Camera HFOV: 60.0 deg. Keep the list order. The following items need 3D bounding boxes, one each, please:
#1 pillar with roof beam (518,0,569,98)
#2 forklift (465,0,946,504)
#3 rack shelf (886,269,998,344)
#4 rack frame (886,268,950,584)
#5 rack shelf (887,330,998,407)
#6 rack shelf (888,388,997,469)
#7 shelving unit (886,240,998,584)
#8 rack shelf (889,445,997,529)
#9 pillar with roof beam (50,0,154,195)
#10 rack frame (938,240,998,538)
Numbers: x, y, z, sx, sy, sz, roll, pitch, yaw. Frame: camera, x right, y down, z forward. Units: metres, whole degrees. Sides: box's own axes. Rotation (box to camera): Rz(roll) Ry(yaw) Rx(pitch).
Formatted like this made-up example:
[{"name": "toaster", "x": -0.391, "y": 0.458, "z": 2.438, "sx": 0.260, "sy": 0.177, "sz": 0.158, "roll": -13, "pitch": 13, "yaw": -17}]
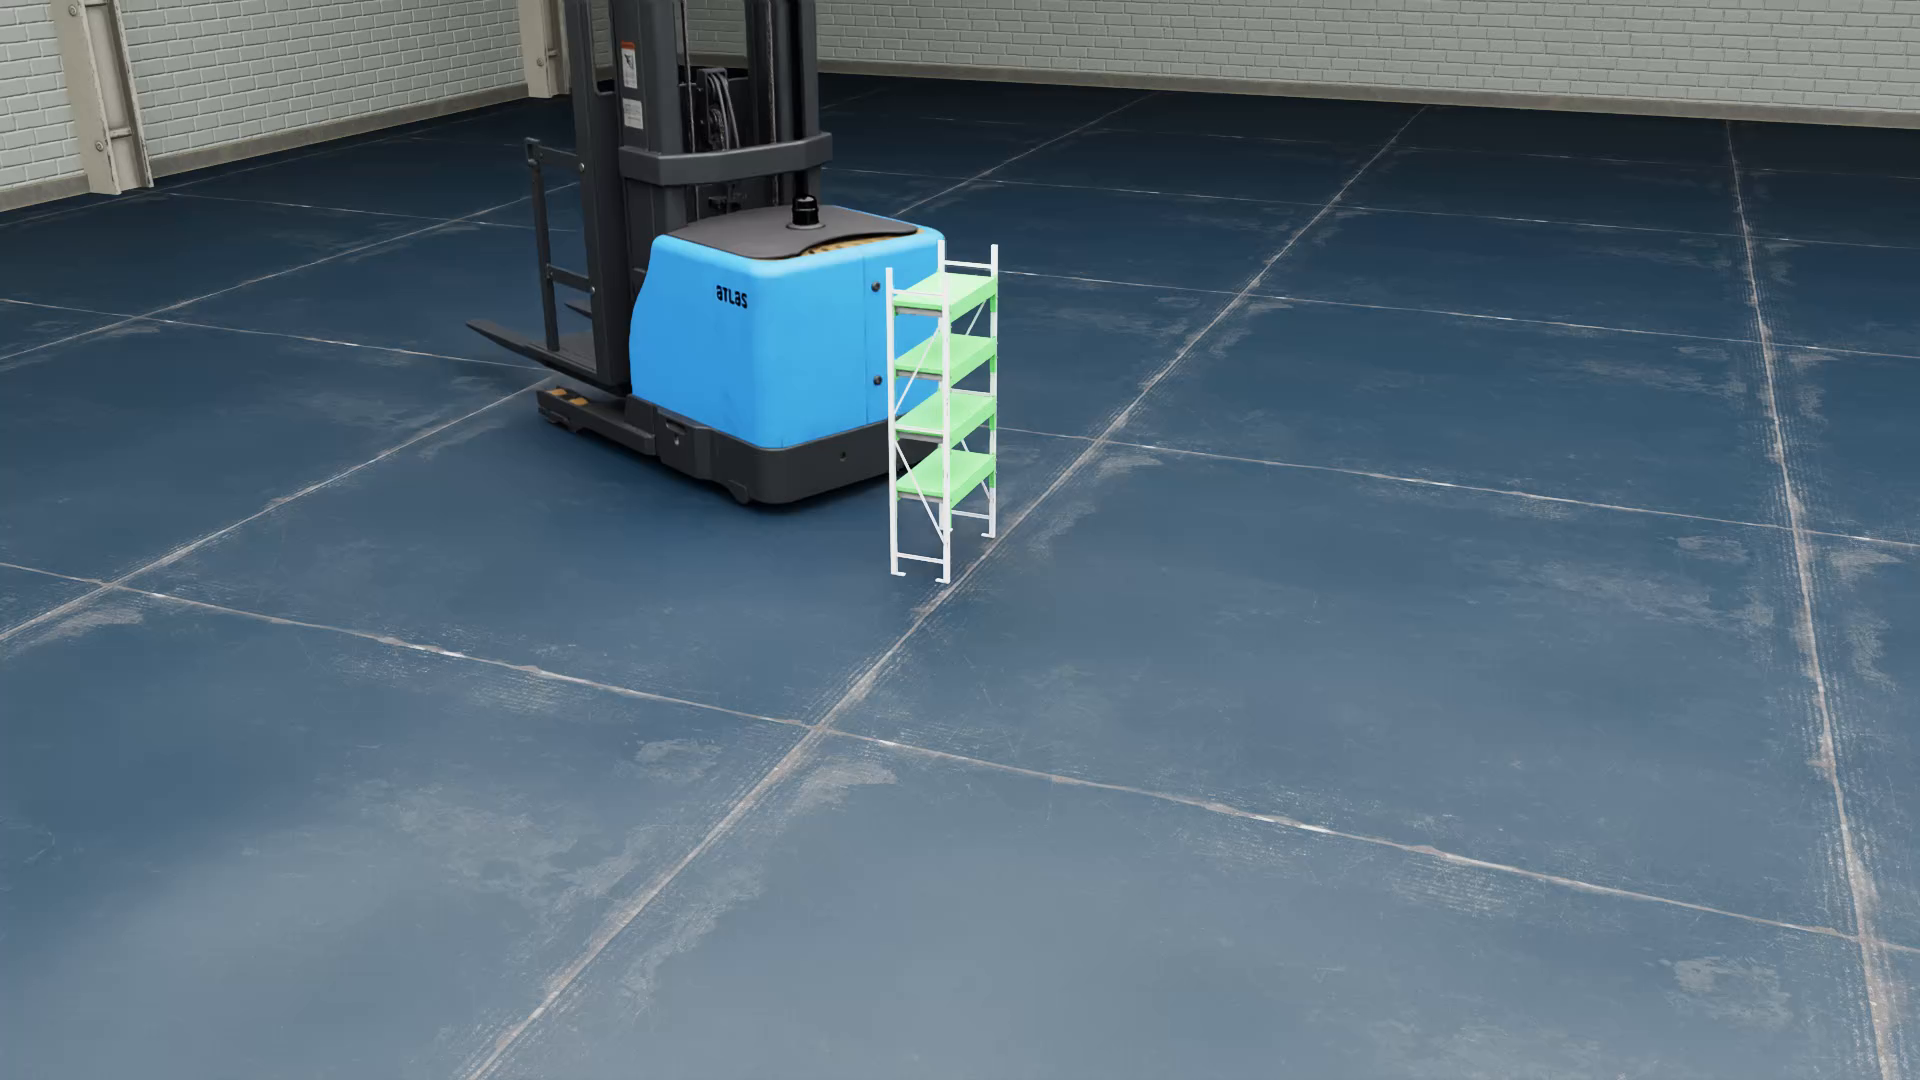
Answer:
[{"name": "pillar with roof beam", "x": -0.655, "y": -8.563, "z": 15.574, "sx": 9.100, "sy": 9.000, "sz": 0.400, "roll": 9, "pitch": 24, "yaw": 20}, {"name": "forklift", "x": -1.410, "y": -1.985, "z": 7.700, "sx": 1.130, "sy": 2.935, "sz": 3.031, "roll": -19, "pitch": 30, "yaw": -39}, {"name": "rack shelf", "x": -0.061, "y": -0.878, "z": 6.217, "sx": 0.258, "sy": 0.148, "sz": 0.480, "roll": 9, "pitch": 24, "yaw": 20}, {"name": "rack frame", "x": -0.152, "y": -0.407, "z": 6.168, "sx": 0.240, "sy": 1.200, "sz": 0.015, "roll": 9, "pitch": 24, "yaw": 20}, {"name": "rack shelf", "x": -0.061, "y": -0.657, "z": 6.309, "sx": 0.258, "sy": 0.148, "sz": 0.480, "roll": 9, "pitch": 24, "yaw": 20}, {"name": "rack shelf", "x": -0.061, "y": -0.435, "z": 6.402, "sx": 0.258, "sy": 0.148, "sz": 0.480, "roll": 9, "pitch": 24, "yaw": 20}, {"name": "shelving unit", "x": -0.061, "y": -0.494, "z": 6.377, "sx": 0.258, "sy": 1.200, "sz": 0.503, "roll": 9, "pitch": 24, "yaw": 20}, {"name": "rack shelf", "x": -0.061, "y": -0.214, "z": 6.494, "sx": 0.258, "sy": 0.148, "sz": 0.480, "roll": 9, "pitch": 24, "yaw": 20}, {"name": "pillar with roof beam", "x": -2.883, "y": -6.416, "z": 10.434, "sx": 9.100, "sy": 9.000, "sz": 0.400, "roll": 9, "pitch": 24, "yaw": 20}, {"name": "rack frame", "x": 0.029, "y": -0.582, "z": 6.586, "sx": 0.240, "sy": 1.200, "sz": 0.015, "roll": 9, "pitch": 24, "yaw": 20}]
